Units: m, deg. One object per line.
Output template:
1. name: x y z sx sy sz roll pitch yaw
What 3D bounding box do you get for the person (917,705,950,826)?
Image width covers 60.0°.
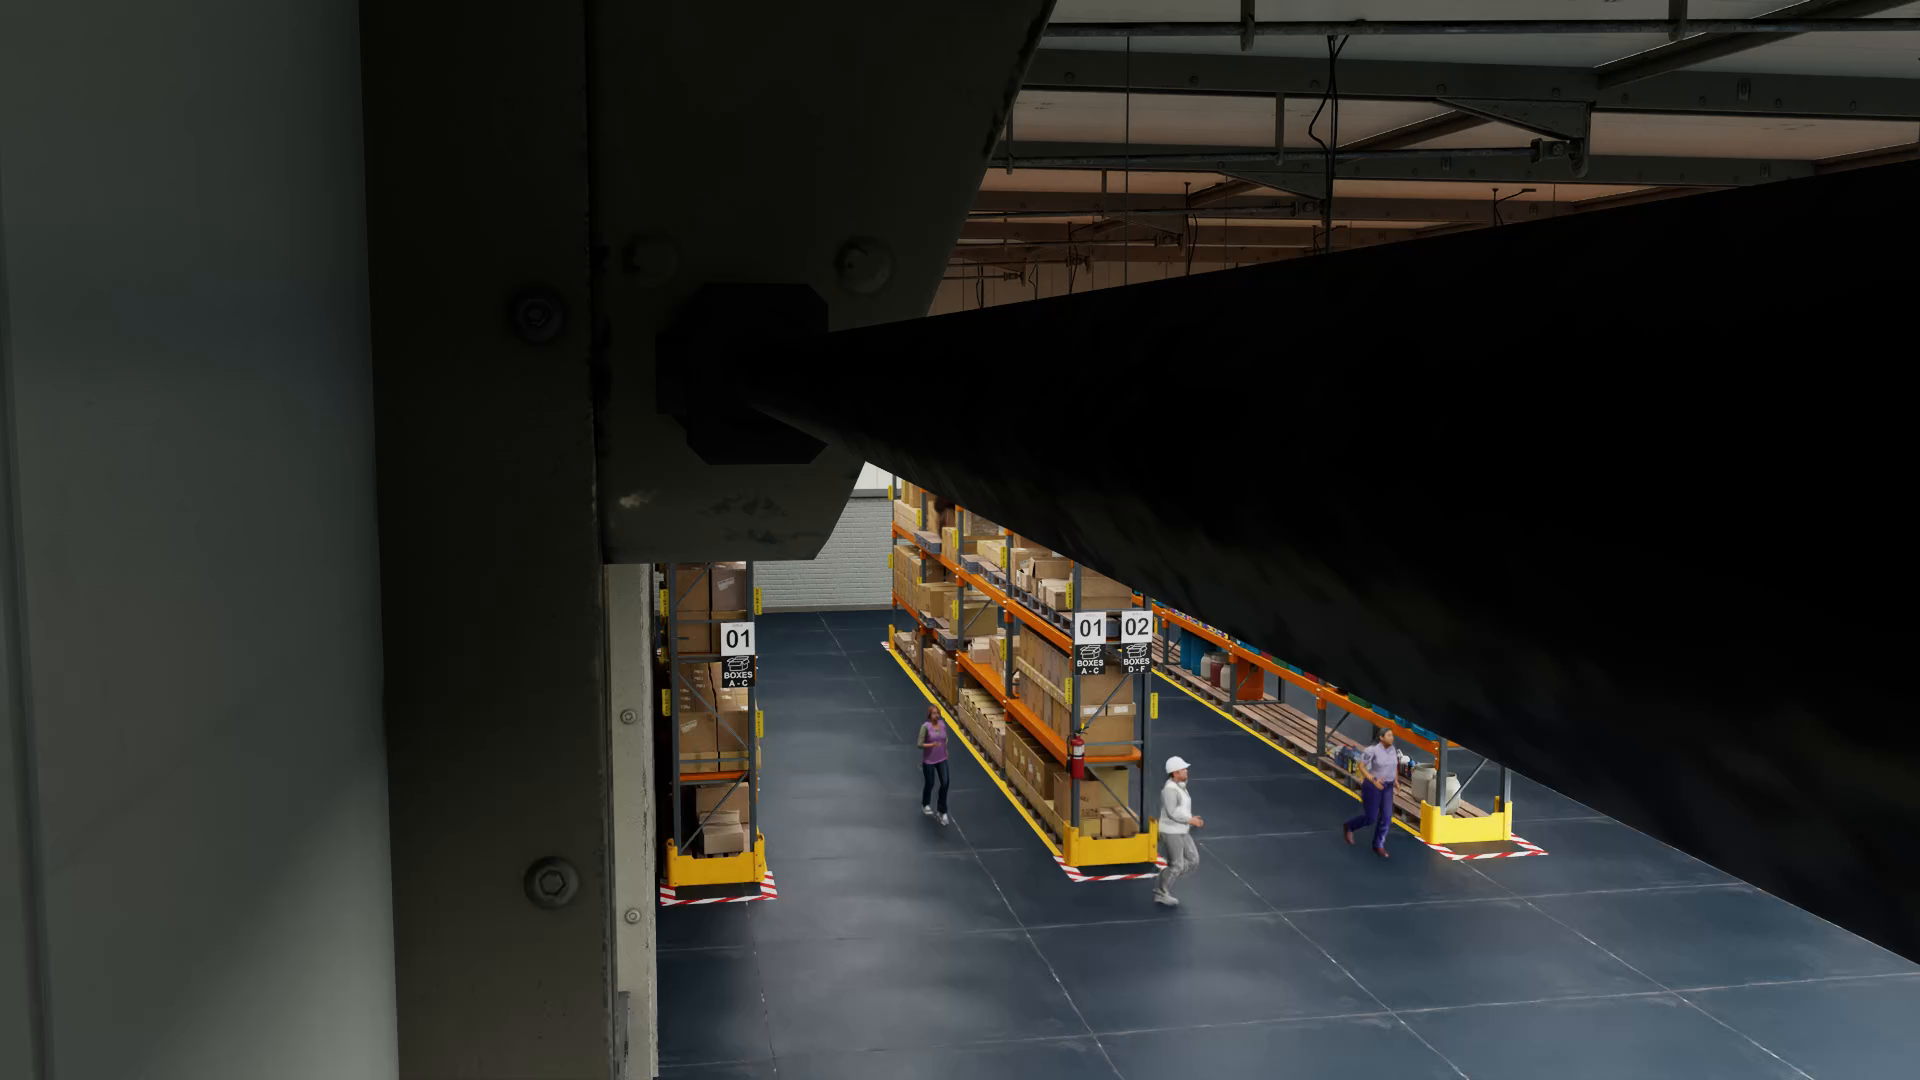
1. person: -0.355 3.074 22.827 0.522 1.624 0.700 -2 7 -20

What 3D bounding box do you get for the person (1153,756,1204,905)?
1. person: 2.566 3.376 19.391 0.600 1.735 0.697 2 7 18

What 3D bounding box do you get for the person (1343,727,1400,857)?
1. person: 5.424 3.213 21.527 0.659 1.613 0.719 -3 7 -27
